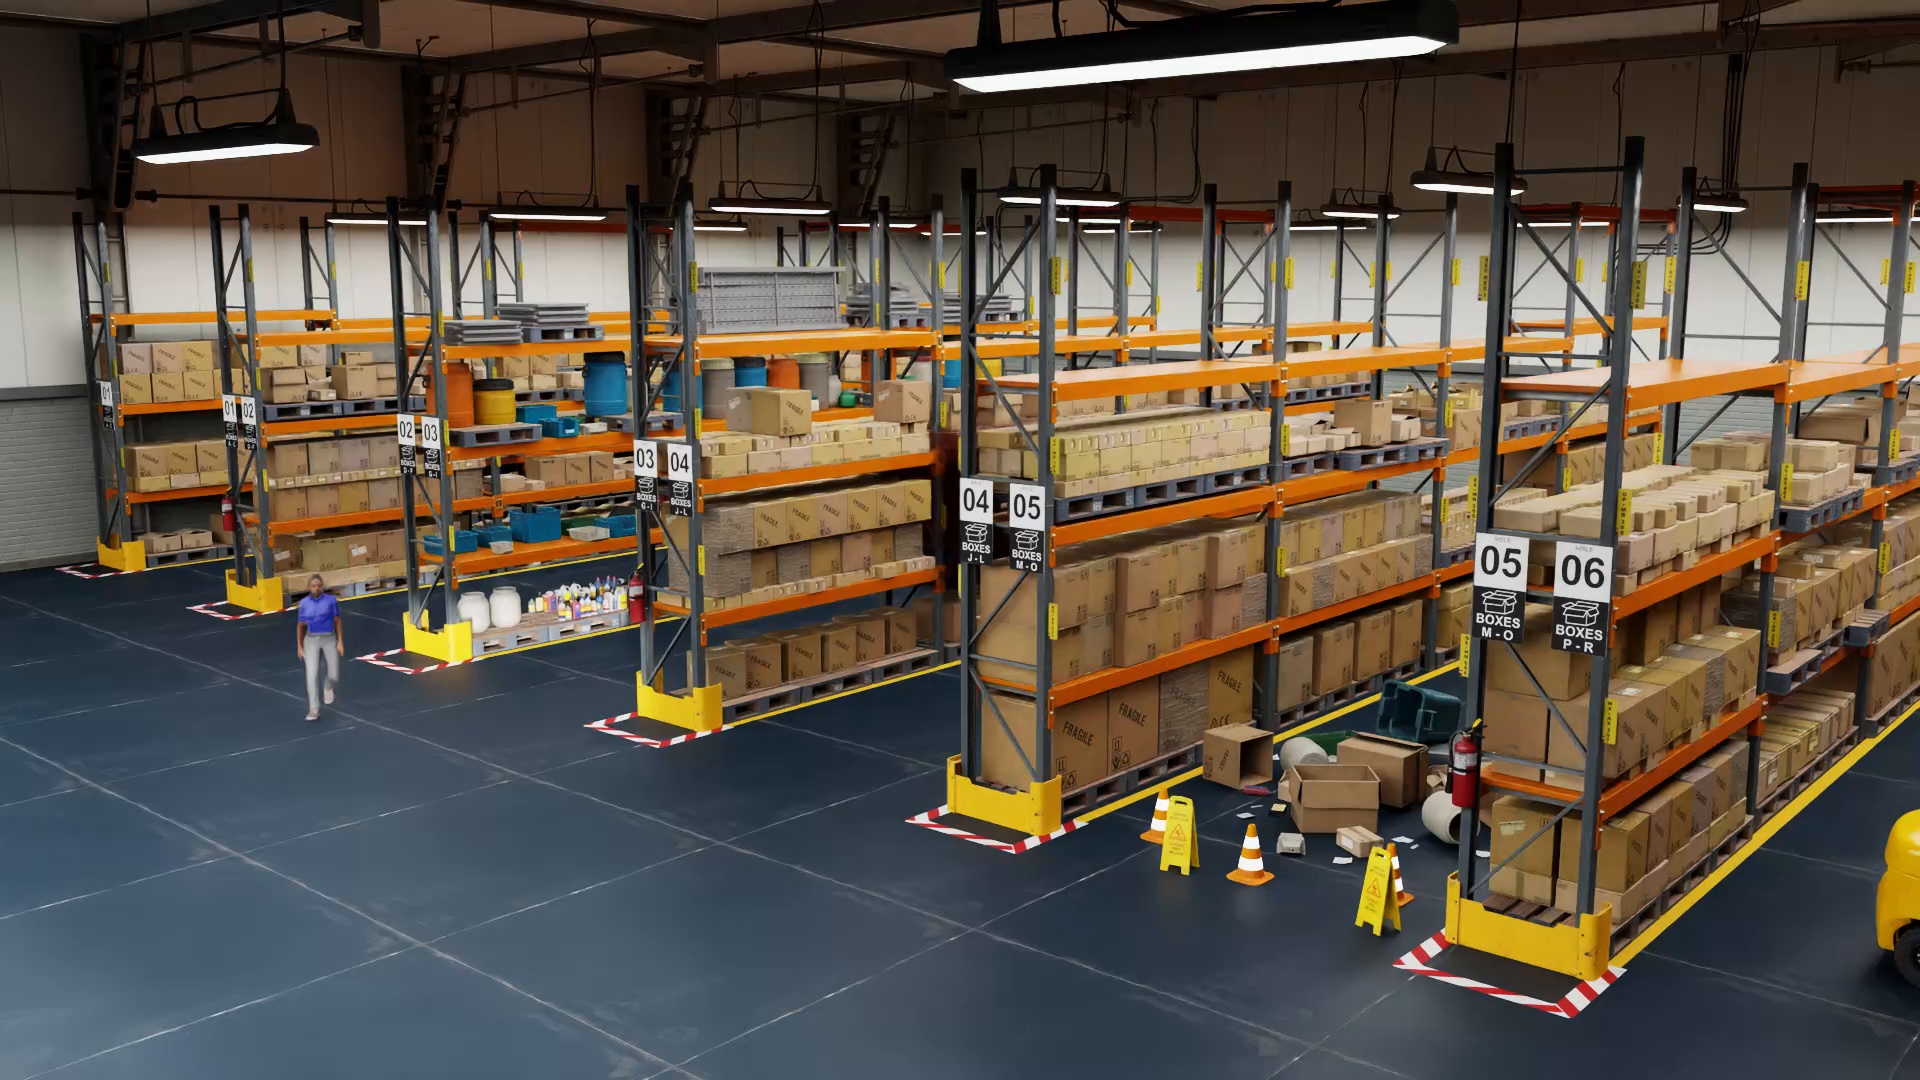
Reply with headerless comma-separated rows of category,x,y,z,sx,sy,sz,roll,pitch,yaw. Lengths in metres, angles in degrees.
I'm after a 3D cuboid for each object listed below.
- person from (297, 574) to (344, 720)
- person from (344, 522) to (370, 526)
person,-7.368,1.238,19.164,0.506,1.522,0.803,-3,10,-18
person,-10.972,-0.640,30.055,0.469,1.623,0.977,5,11,28
